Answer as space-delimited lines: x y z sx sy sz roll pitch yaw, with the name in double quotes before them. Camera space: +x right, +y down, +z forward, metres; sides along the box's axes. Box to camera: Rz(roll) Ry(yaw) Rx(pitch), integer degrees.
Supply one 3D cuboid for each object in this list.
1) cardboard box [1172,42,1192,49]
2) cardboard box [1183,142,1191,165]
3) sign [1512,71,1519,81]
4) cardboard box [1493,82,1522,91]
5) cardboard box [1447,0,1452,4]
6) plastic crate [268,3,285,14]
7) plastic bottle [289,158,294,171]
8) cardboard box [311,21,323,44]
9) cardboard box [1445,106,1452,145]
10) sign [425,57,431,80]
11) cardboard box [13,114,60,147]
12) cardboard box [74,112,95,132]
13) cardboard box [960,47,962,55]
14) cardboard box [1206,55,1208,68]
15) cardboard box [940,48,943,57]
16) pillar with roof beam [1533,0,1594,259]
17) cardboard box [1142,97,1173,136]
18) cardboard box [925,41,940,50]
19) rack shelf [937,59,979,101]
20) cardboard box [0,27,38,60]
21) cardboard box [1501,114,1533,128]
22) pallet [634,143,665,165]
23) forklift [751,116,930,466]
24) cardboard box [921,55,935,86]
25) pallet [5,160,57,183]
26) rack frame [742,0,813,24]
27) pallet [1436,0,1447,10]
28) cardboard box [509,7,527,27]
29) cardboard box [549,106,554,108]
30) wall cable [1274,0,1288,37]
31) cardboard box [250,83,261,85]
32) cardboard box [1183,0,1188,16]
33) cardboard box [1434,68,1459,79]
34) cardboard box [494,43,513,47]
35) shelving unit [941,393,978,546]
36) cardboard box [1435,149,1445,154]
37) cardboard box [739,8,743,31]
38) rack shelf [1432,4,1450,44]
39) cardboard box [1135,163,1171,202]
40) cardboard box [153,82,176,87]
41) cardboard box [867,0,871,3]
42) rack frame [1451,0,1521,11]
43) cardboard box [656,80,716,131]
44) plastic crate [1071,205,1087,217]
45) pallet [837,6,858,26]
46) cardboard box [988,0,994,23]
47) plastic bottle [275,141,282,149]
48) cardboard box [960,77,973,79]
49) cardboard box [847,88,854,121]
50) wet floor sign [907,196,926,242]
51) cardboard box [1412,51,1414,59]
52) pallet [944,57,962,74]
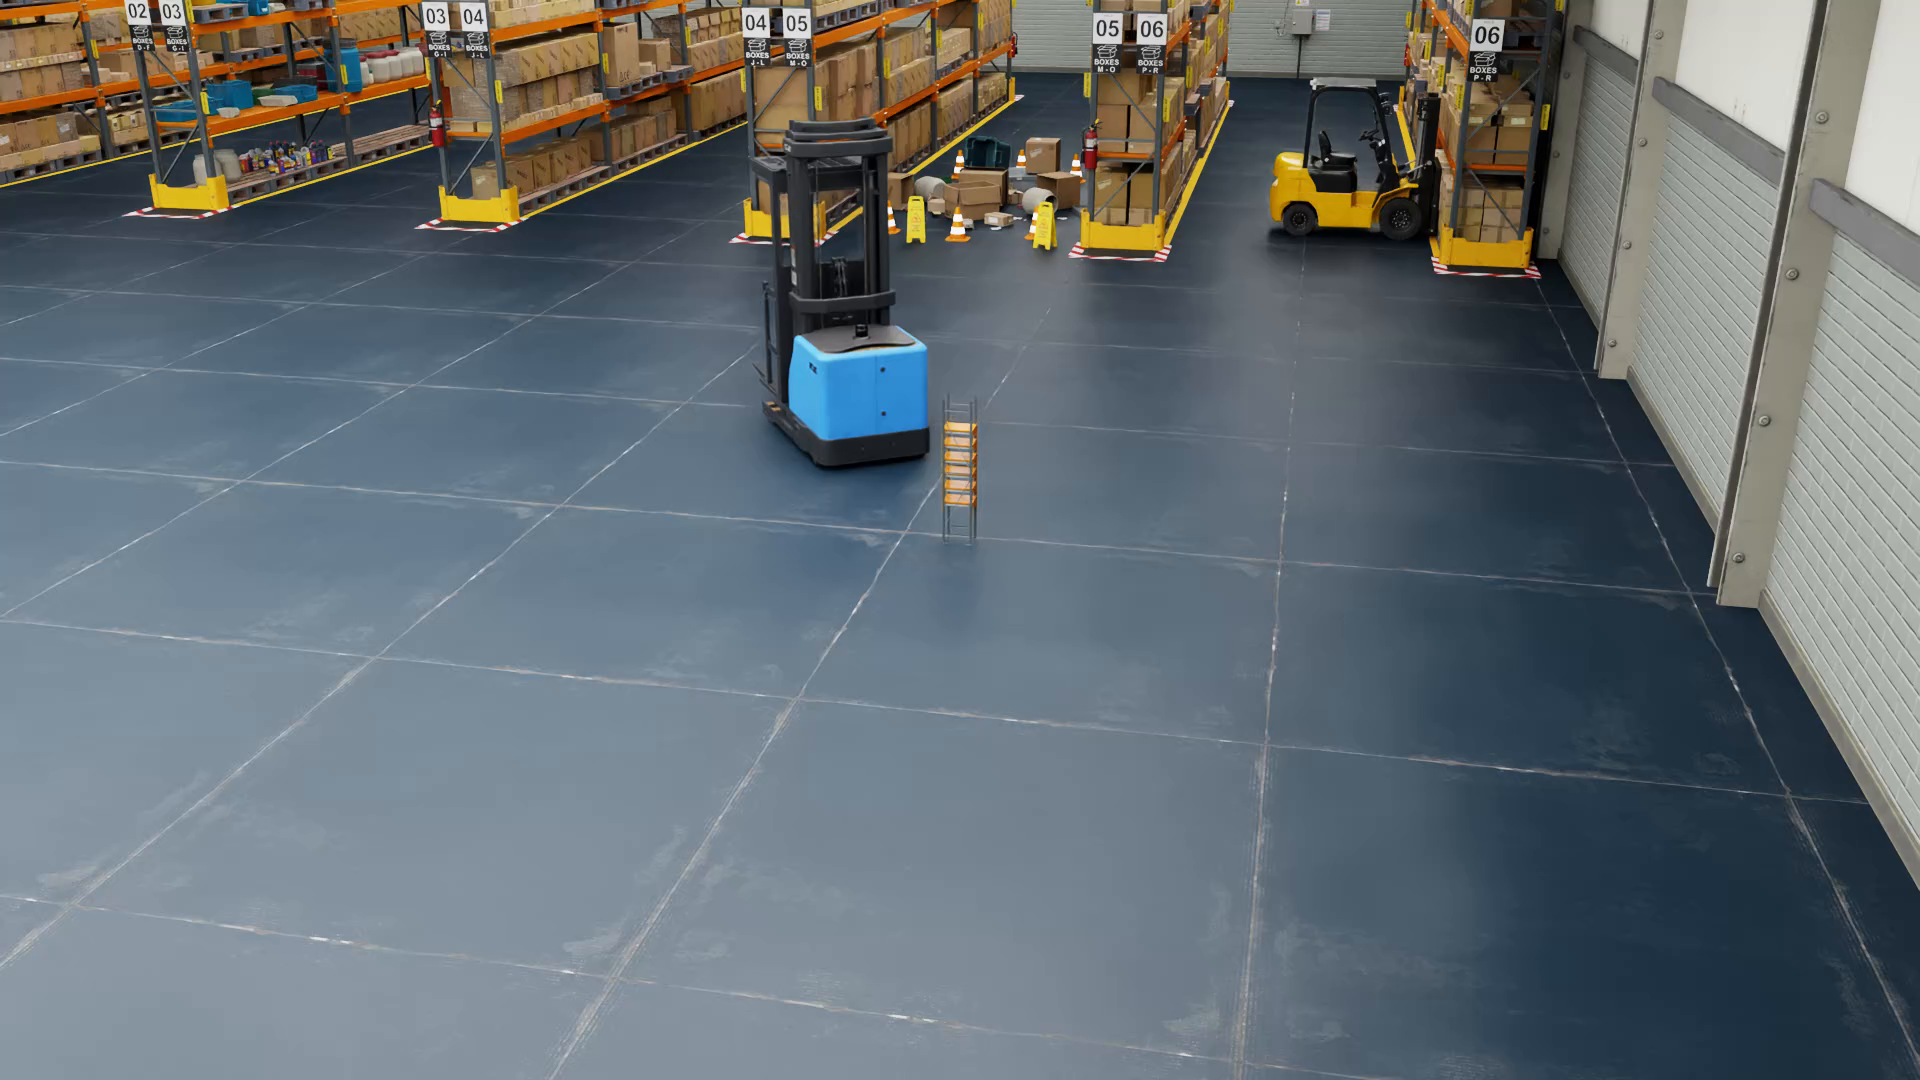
"cardboard box" 3.681 -8.249 27.859 0.380 0.149 0.250 6 23 14
"cardboard box" 3.506 -6.705 28.941 0.950 0.372 0.625 5 23 13
"sign" 8.522 -7.039 25.551 0.100 0.325 0.005 4 22 11
"cardboard box" 8.014 -6.612 24.355 0.380 0.149 0.250 4 22 10
"cardboard box" 7.887 -8.517 25.893 0.500 0.311 0.500 4 22 9
"plastic crate" -11.364 -8.803 27.535 0.243 0.136 0.396 4 22 11
"plastic bottle" -11.463 -6.433 28.468 0.097 0.201 0.097 0 22 0
"cardboard box" -14.797 -11.706 38.270 0.500 0.500 0.500 5 22 12
"cardboard box" 7.316 -5.987 24.070 0.500 0.500 0.500 5 22 11
"sign" -7.939 -7.045 24.858 0.100 0.325 0.005 4 22 11
"cardboard box" -16.373 -7.247 29.447 0.500 0.500 0.500 4 22 11
"cardboard box" -16.479 -7.881 31.274 0.500 0.311 0.500 4 22 11
"cardboard box" -0.160 -9.926 33.758 0.380 0.149 0.250 3 22 8
"cardboard box" 4.386 -9.000 31.216 0.500 0.250 0.500 5 22 12
"cardboard box" -0.532 -9.397 32.048 0.380 0.149 0.250 4 22 9
"pillar with roof beam" 3.972 -8.476 22.354 9.100 9.000 0.400 4 22 11
"cardboard box" 2.773 -6.082 23.909 0.500 0.500 0.500 5 23 13
"cardboard box" -0.596 -9.429 31.729 0.380 0.149 0.250 4 22 9
"rack shelf" -0.524 -9.220 33.195 1.077 0.370 4.000 4 22 11
"cardboard box" -16.570 -8.649 28.942 0.700 0.500 0.500 4 22 11
"cardboard box" 7.485 -5.631 22.318 0.380 0.149 0.250 4 22 10
"pallet" -6.179 -7.214 30.982 1.003 0.211 1.213 4 22 11
"forklift" -1.294 -2.536 15.728 1.130 2.935 3.031 -9 23 -20
"cardboard box" -0.761 -8.684 30.766 0.500 0.500 0.500 4 22 11
"pallet" -16.731 -6.503 29.217 1.003 0.211 1.213 4 22 11
"rack frame" -2.565 -8.679 22.859 1.000 3.000 0.127 4 22 11
"pallet" 8.743 -9.154 28.305 1.213 0.211 1.003 6 23 13
"cardboard box" -6.949 -7.979 25.336 0.500 0.250 0.500 4 22 10
"cardboard box" -6.786 -6.924 26.867 0.380 0.149 0.250 4 22 11
"wall cable" 8.085 -13.839 42.341 0.588 1.984 0.122 4 22 11
"cardboard box" -15.397 -9.588 35.902 0.500 0.500 0.500 4 22 9
"cardboard box" 3.189 -8.112 25.268 0.500 0.250 0.500 4 22 10
"cardboard box" 8.040 -7.704 27.465 0.380 0.149 0.250 4 22 9
"cardboard box" -7.328 -7.546 26.204 0.500 0.500 0.500 4 22 11
"shelving unit" -0.003 -0.551 13.116 0.258 1.200 0.189 4 22 11
"cardboard box" 7.572 -5.872 25.699 0.500 0.250 0.500 4 22 10
"cardboard box" -4.603 -11.272 36.126 0.500 0.500 0.500 4 22 11
"rack shelf" 8.386 -8.431 27.221 1.077 0.370 4.000 4 22 11
"cardboard box" 2.844 -5.298 24.607 0.500 0.500 0.500 4 22 9
"cardboard box" -19.245 -11.134 39.768 0.700 0.500 0.500 5 22 12
"cardboard box" -1.612 -8.531 26.146 0.380 0.149 0.250 5 22 12
"rack frame" 7.978 -9.425 24.710 1.000 3.000 0.127 4 22 11
"cardboard box" -5.606 -8.698 33.216 1.225 0.875 0.875 3 22 8
"plastic crate" 1.995 -5.153 26.042 0.402 0.080 0.583 -3 22 -8
"pallet" -2.177 -7.967 25.223 1.003 0.211 1.213 4 22 11
"cardboard box" 0.439 -11.453 35.905 0.500 0.500 0.500 5 22 12
"plastic bottle" -12.003 -6.864 29.338 0.144 0.351 0.185 5 22 12
"cardboard box" 0.110 -10.341 37.472 0.380 0.149 0.250 5 23 13
"cardboard box" -2.138 -6.700 25.775 0.875 0.550 0.500 4 22 11
"wet floor sign" -0.632 -4.643 24.019 0.267 0.644 0.232 1 22 2
"cardboard box" 9.746 -10.250 35.125 0.380 0.149 0.250 5 22 12
"pallet" -0.568 -9.461 33.086 1.003 0.211 1.213 4 22 11
